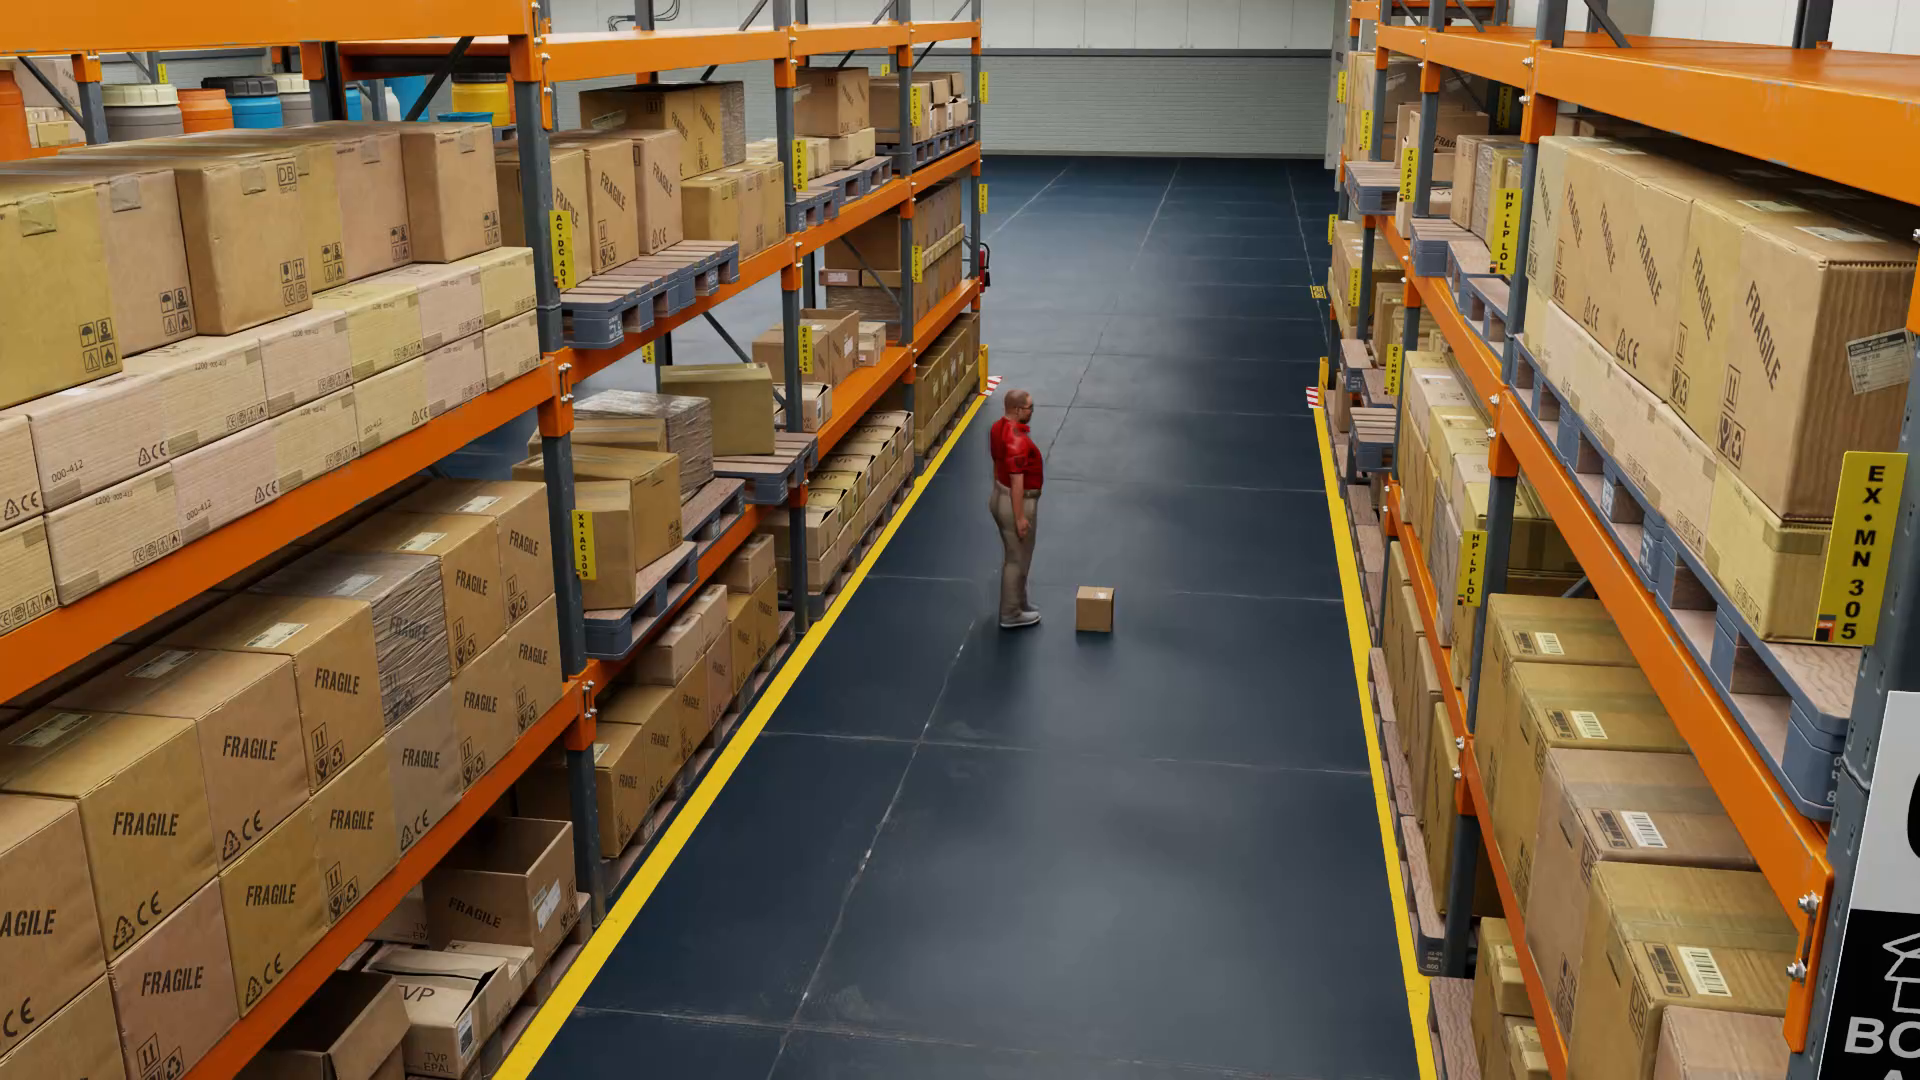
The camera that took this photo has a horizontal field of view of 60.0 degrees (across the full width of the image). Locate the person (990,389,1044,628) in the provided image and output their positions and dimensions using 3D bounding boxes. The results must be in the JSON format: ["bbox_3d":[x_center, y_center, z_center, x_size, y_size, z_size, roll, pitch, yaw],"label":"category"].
[{"bbox_3d":[0.454,-0.217,11.802,0.466,1.772,0.586,-5,19,-17],"label":"person"}]
